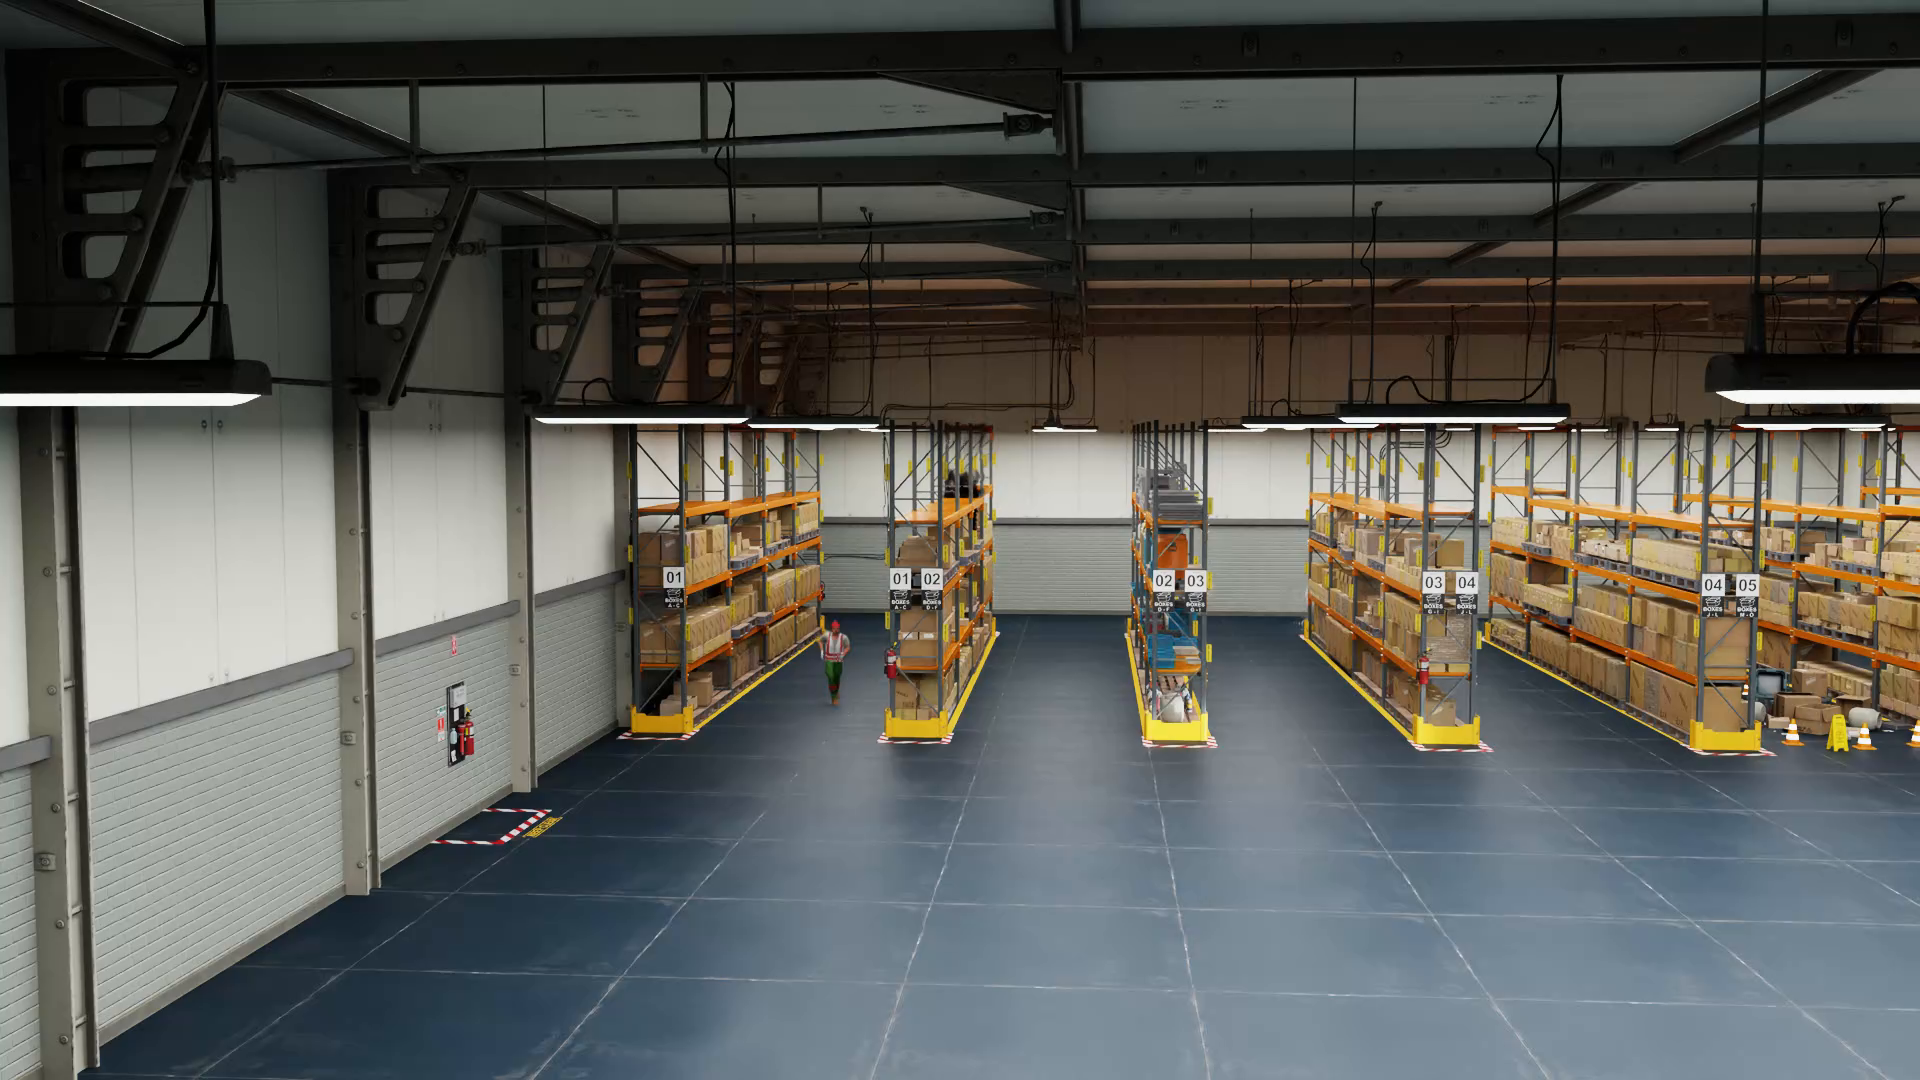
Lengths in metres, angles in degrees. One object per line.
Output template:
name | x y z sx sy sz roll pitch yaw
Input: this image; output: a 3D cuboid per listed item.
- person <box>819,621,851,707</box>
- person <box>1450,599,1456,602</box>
person | -2.671 2.595 35.476 0.672 1.778 1.018 0 4 -5
person | 13.355 2.001 45.361 0.728 1.705 0.602 1 4 9
